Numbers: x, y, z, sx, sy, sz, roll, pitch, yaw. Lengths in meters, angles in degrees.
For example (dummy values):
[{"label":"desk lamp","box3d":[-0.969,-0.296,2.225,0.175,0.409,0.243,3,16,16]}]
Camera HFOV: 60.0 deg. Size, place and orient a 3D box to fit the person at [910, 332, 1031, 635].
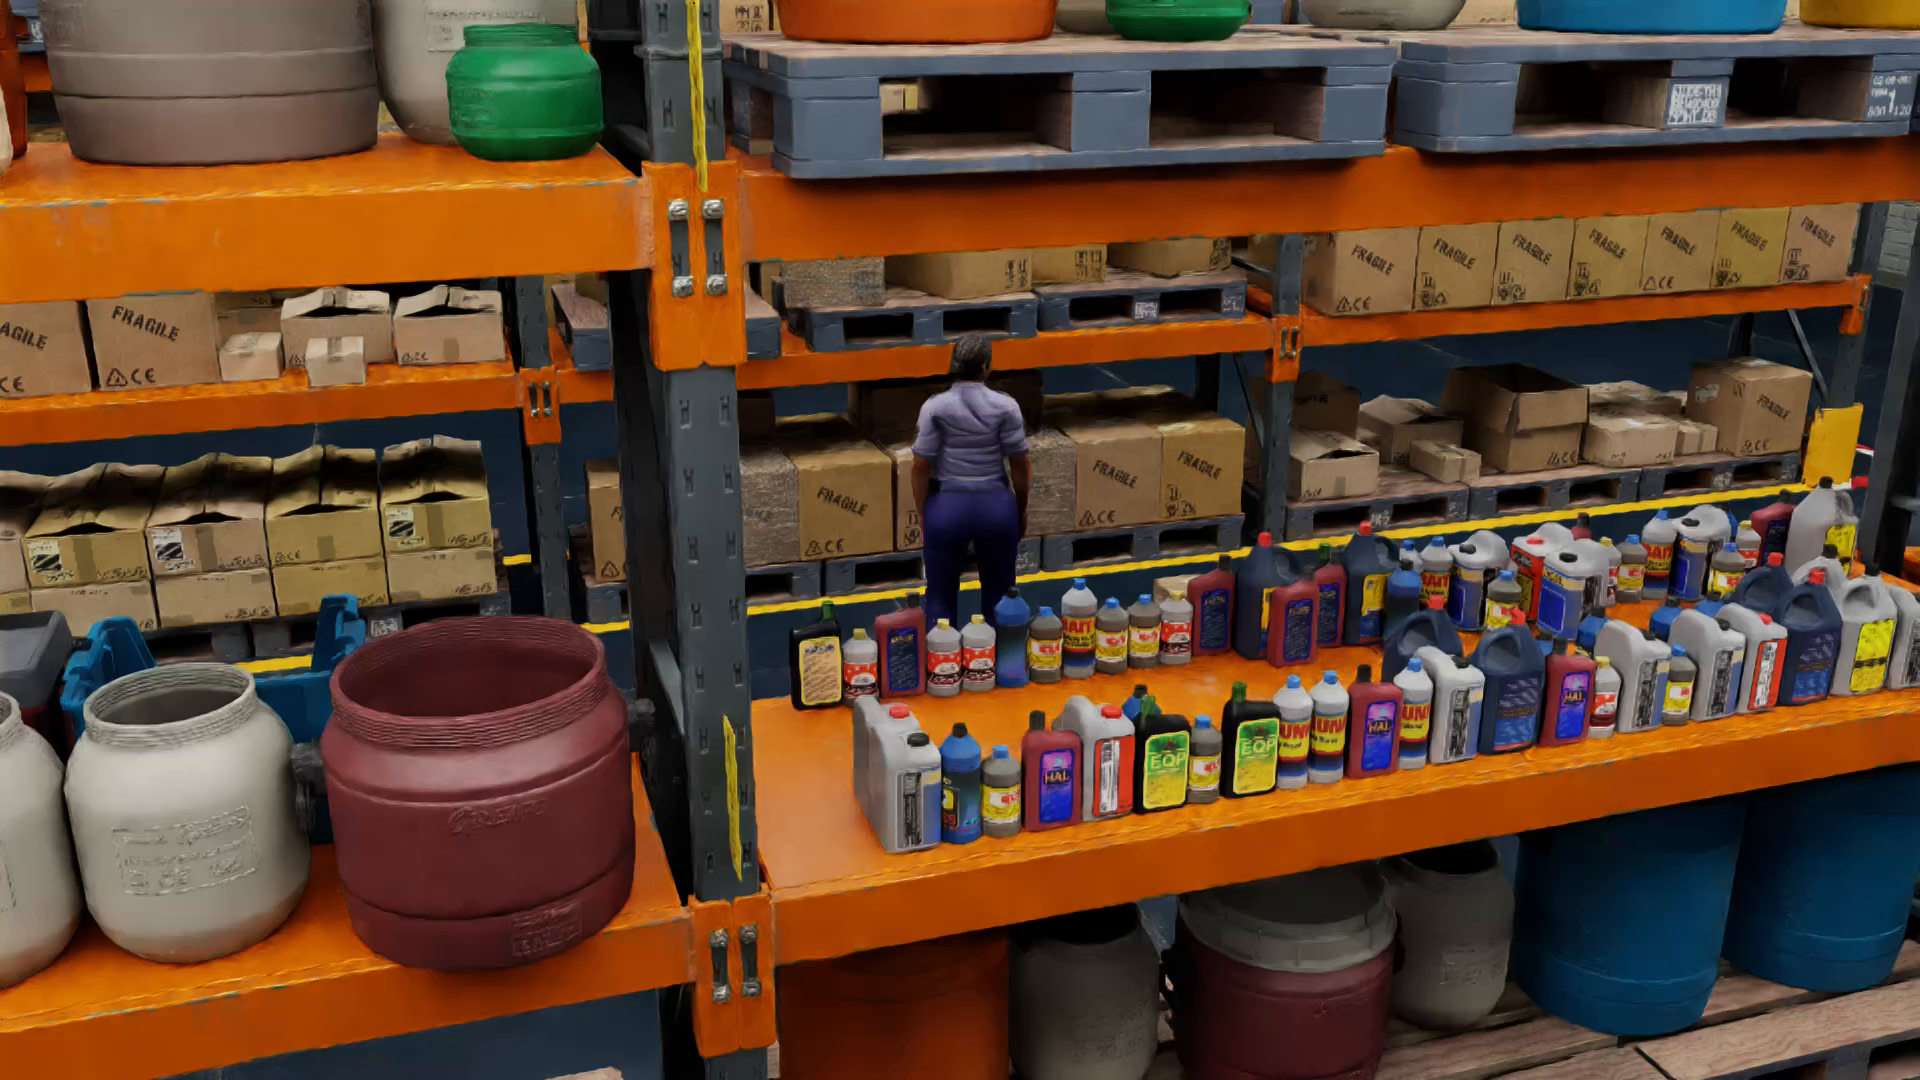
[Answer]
[{"label":"person","box3d":[0.042,-0.081,7.310,0.529,1.691,0.399,-2,19,-5]}]
